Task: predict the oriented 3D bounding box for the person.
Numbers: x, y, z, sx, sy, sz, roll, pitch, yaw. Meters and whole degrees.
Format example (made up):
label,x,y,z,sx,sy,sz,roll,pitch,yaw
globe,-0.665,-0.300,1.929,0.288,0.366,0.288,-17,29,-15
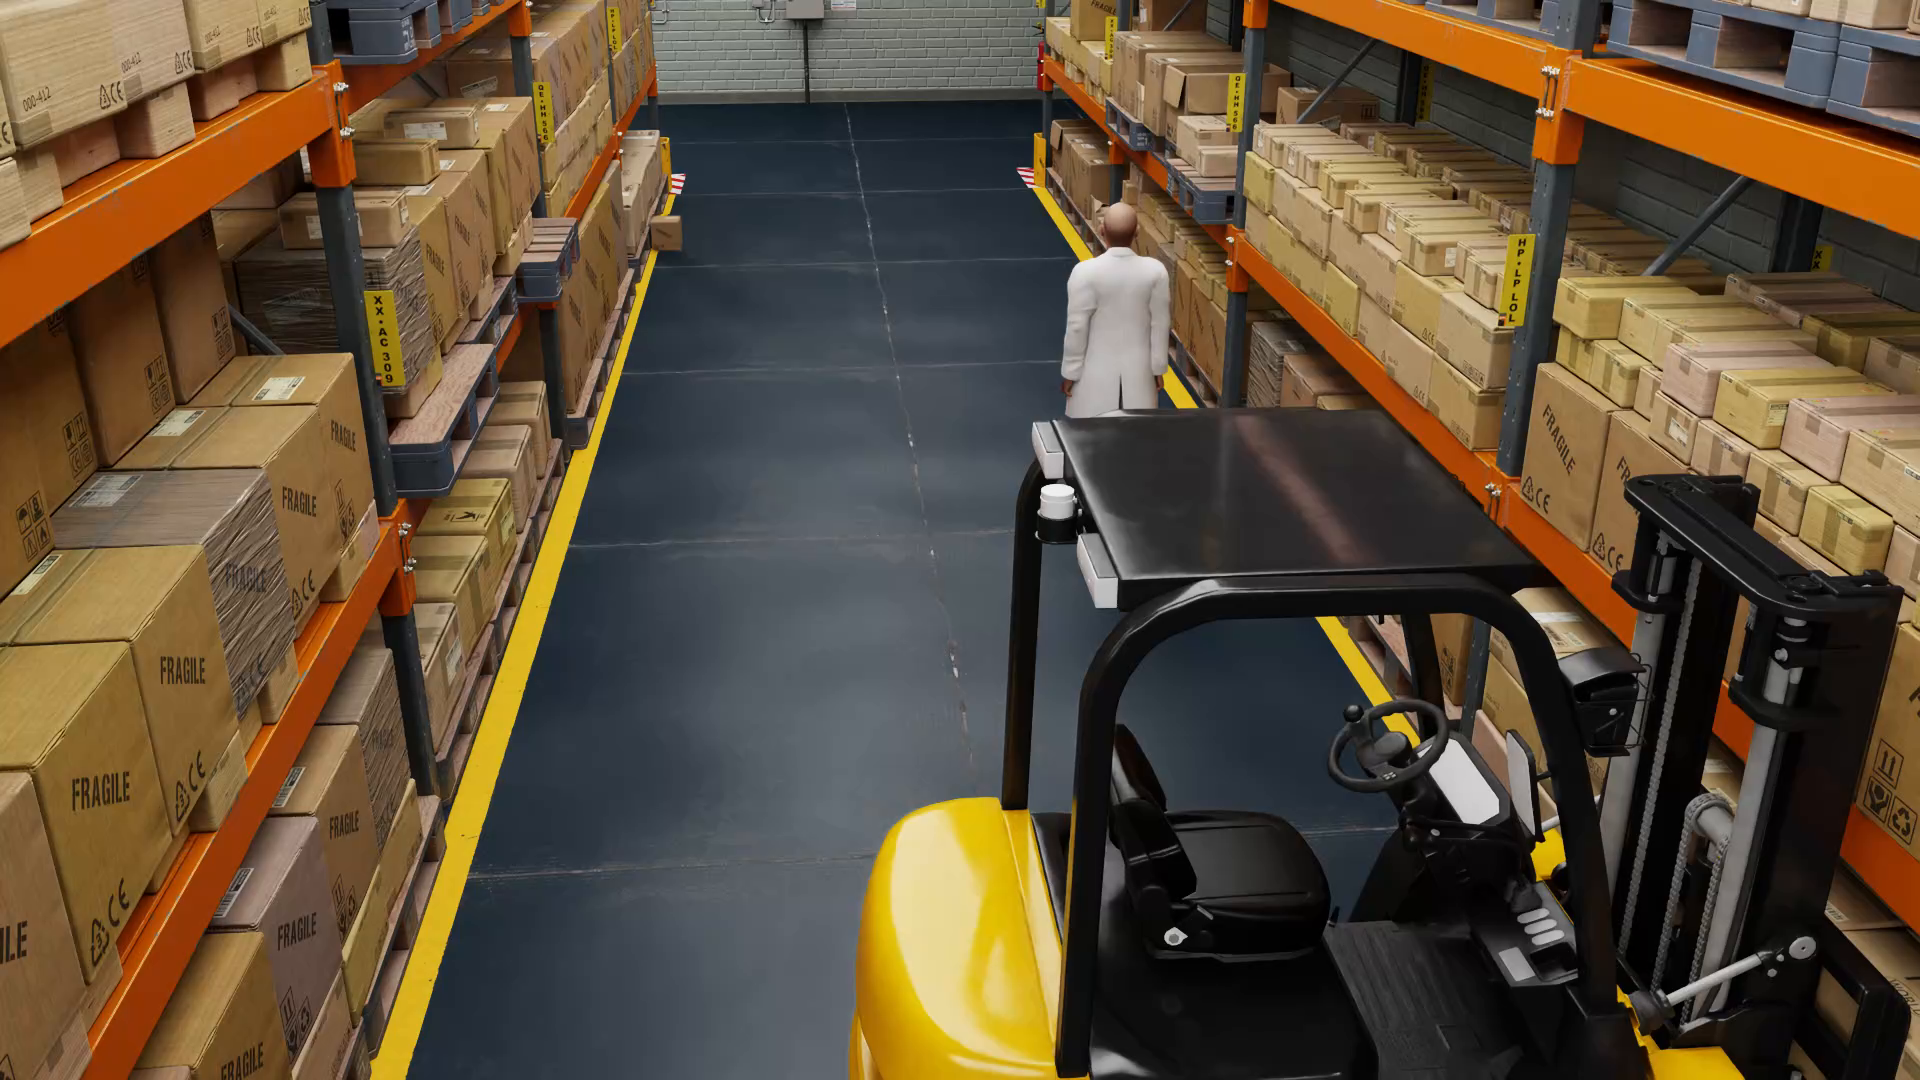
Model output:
label,x,y,z,sx,sy,sz,roll,pitch,yaw
person,0.787,-0.863,8.601,0.564,1.783,0.373,-4,24,-9
